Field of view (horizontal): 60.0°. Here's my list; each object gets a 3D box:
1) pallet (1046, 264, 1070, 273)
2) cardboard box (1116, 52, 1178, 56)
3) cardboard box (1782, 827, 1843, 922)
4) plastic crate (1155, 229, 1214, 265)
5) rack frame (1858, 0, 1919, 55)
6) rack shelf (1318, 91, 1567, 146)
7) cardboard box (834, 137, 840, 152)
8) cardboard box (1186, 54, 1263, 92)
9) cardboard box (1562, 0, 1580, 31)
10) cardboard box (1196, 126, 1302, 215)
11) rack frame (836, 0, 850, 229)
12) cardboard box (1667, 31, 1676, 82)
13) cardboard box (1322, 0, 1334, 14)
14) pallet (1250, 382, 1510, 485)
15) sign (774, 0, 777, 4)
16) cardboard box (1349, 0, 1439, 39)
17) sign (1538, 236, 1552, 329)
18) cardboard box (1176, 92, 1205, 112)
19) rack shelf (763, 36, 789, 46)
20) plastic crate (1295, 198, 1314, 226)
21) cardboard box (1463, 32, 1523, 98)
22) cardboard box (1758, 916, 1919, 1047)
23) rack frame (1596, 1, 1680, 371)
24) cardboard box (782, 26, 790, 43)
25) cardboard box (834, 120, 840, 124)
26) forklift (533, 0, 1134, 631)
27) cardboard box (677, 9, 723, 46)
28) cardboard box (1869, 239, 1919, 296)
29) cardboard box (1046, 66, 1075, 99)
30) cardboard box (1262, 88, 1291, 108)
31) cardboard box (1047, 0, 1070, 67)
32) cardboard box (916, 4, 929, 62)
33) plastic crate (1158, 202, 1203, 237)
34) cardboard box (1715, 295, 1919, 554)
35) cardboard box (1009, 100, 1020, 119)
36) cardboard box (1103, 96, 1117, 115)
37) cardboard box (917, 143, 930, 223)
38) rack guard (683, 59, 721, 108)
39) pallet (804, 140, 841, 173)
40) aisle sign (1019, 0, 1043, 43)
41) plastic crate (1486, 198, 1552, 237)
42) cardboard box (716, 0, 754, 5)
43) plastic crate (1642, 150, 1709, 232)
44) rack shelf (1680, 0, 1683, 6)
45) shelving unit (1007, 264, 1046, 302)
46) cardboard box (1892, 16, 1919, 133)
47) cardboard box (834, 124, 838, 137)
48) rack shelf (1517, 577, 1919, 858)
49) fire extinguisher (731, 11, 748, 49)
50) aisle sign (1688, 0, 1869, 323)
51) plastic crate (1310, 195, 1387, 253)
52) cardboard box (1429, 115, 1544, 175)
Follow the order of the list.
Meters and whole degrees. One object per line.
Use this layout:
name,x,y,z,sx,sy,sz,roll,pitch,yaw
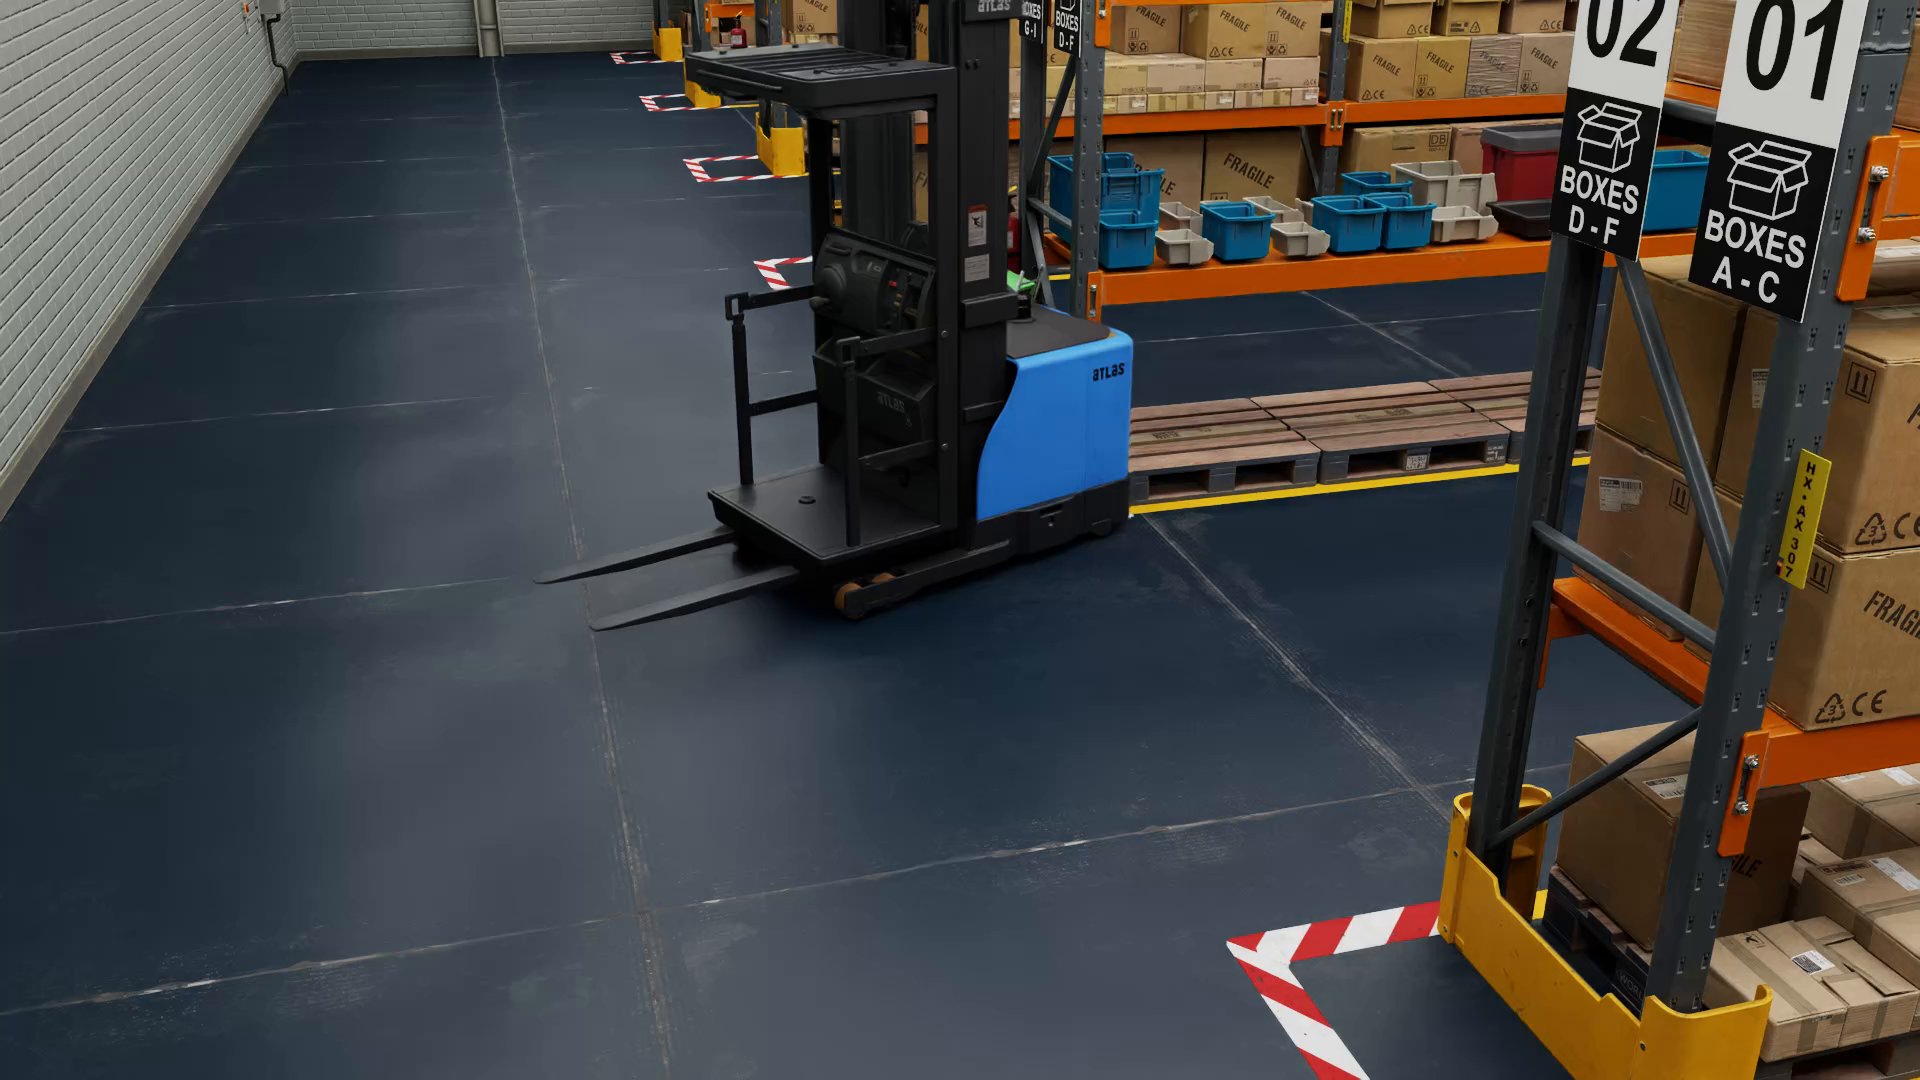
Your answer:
pallet,1.108,-2.581,14.497,1.213,0.211,1.003,-6,24,-14
cardboard box,1.537,-4.054,14.206,0.500,0.250,0.500,-6,24,-13
cardboard box,2.730,1.082,5.460,0.250,0.166,0.380,-6,24,-14
plastic crate,1.182,-1.549,8.814,0.298,0.136,0.250,-6,24,-14
rack frame,1.859,-2.614,3.431,0.127,3.000,1.000,-6,24,-14
rack shelf,4.964,-3.927,15.011,4.000,0.370,1.077,-6,24,-14
cardboard box,-1.465,-4.330,18.120,0.250,0.149,0.380,-6,24,-13
cardboard box,2.186,-3.910,13.872,0.500,0.250,0.500,-6,24,-13
cardboard box,5.553,-4.838,14.822,0.637,0.503,0.797,-6,24,-13
cardboard box,2.381,-3.222,14.616,0.875,0.875,0.875,-6,24,-14
rack frame,-0.813,-3.619,13.380,0.127,3.000,1.000,-6,24,-14
cardboard box,6.000,-4.319,14.886,0.500,0.500,0.500,-7,24,-15
cardboard box,4.060,-6.081,18.903,0.250,0.149,0.380,-6,24,-13
pallet,2.502,-0.659,10.017,1.213,0.211,1.003,-6,24,-14
sign,-1.909,-5.705,17.143,0.005,0.325,0.100,-6,24,-14
cardboard box,3.651,-4.623,14.321,0.637,0.503,0.797,-7,24,-16
sign,1.728,-0.748,4.819,0.005,0.325,0.100,-6,24,-14
cardboard box,1.842,-3.663,13.801,0.250,0.149,0.380,-6,24,-13
rack shelf,-0.130,-5.395,18.432,4.000,0.370,1.077,-6,24,-14
plastic crate,2.085,-1.903,9.640,0.250,0.136,0.298,-6,24,-14
cardboard box,4.514,-4.152,14.496,0.500,0.500,0.500,-7,24,-16
cardboard box,2.596,1.302,4.948,0.250,0.166,0.380,-6,24,-14
rack frame,4.376,-2.165,9.991,0.127,3.000,1.000,-6,24,-14
cardboard box,-1.818,-5.539,18.174,0.250,0.149,0.380,-6,24,-14
cardboard box,-1.460,-4.596,17.985,0.250,0.149,0.380,-7,24,-17
forklift,-0.582,-1.210,7.852,3.031,2.935,1.130,-16,28,-33
cardboard box,-4.220,-8.340,27.017,0.637,0.503,0.797,-7,24,-16
cardboard box,2.700,-0.569,4.877,0.500,0.500,0.500,-6,24,-13
cardboard box,0.705,-3.745,13.488,0.500,0.250,0.500,-7,24,-16
cardboard box,2.585,-3.745,13.993,0.250,0.149,0.380,-6,24,-13
cardboard box,0.700,-4.091,13.341,0.500,0.500,0.500,-7,24,-16
cardboard box,-0.415,-4.183,13.557,0.500,0.500,0.500,-6,24,-14
plastic crate,1.261,-1.800,9.400,0.243,0.136,0.396,-6,24,-14
cardboard box,2.358,-0.310,4.274,0.500,0.500,0.500,-6,24,-13
cardboard box,0.362,-3.500,13.420,0.250,0.149,0.380,-7,24,-15
cardboard box,1.098,-3.580,13.609,0.250,0.149,0.380,-7,24,-16
cardboard box,-0.219,-2.934,13.946,0.875,0.875,0.875,-6,24,-14
rack guard,-3.513,-6.230,22.636,0.348,0.500,1.175,-6,24,-14
pallet,-1.191,-4.313,18.533,1.213,0.211,1.003,-6,24,-14
aisle sign,0.376,-3.037,8.726,0.004,0.787,0.394,-6,24,-14
plastic crate,3.371,-1.844,9.517,0.590,0.125,0.437,-6,24,-14
cardboard box,-2.950,-7.369,21.994,0.500,0.500,0.500,-7,24,-15
plastic crate,4.019,-2.006,9.564,0.575,0.384,0.392,-6,24,-14
rack shelf,6.302,-3.425,10.037,4.000,0.370,1.077,-6,24,-14
shelving unit,0.058,-1.104,9.541,0.503,1.200,0.258,30,31,24
cardboard box,2.422,-1.125,3.955,0.500,0.250,0.500,-6,24,-14
cardboard box,-1.482,-4.491,18.117,0.250,0.149,0.380,-5,24,-12
rack shelf,3.785,0.260,5.252,4.000,0.370,1.077,-6,24,-14
fire extinguisher,-2.423,-5.454,18.228,0.183,0.674,0.296,-6,24,-14
aisle sign,1.873,-0.933,3.825,0.004,0.787,0.394,-6,24,-14
plastic crate,2.119,-1.731,9.116,0.300,0.233,0.416,-6,24,-14
cardboard box,4.509,-3.433,15.108,0.875,0.875,1.225,-7,24,-16
